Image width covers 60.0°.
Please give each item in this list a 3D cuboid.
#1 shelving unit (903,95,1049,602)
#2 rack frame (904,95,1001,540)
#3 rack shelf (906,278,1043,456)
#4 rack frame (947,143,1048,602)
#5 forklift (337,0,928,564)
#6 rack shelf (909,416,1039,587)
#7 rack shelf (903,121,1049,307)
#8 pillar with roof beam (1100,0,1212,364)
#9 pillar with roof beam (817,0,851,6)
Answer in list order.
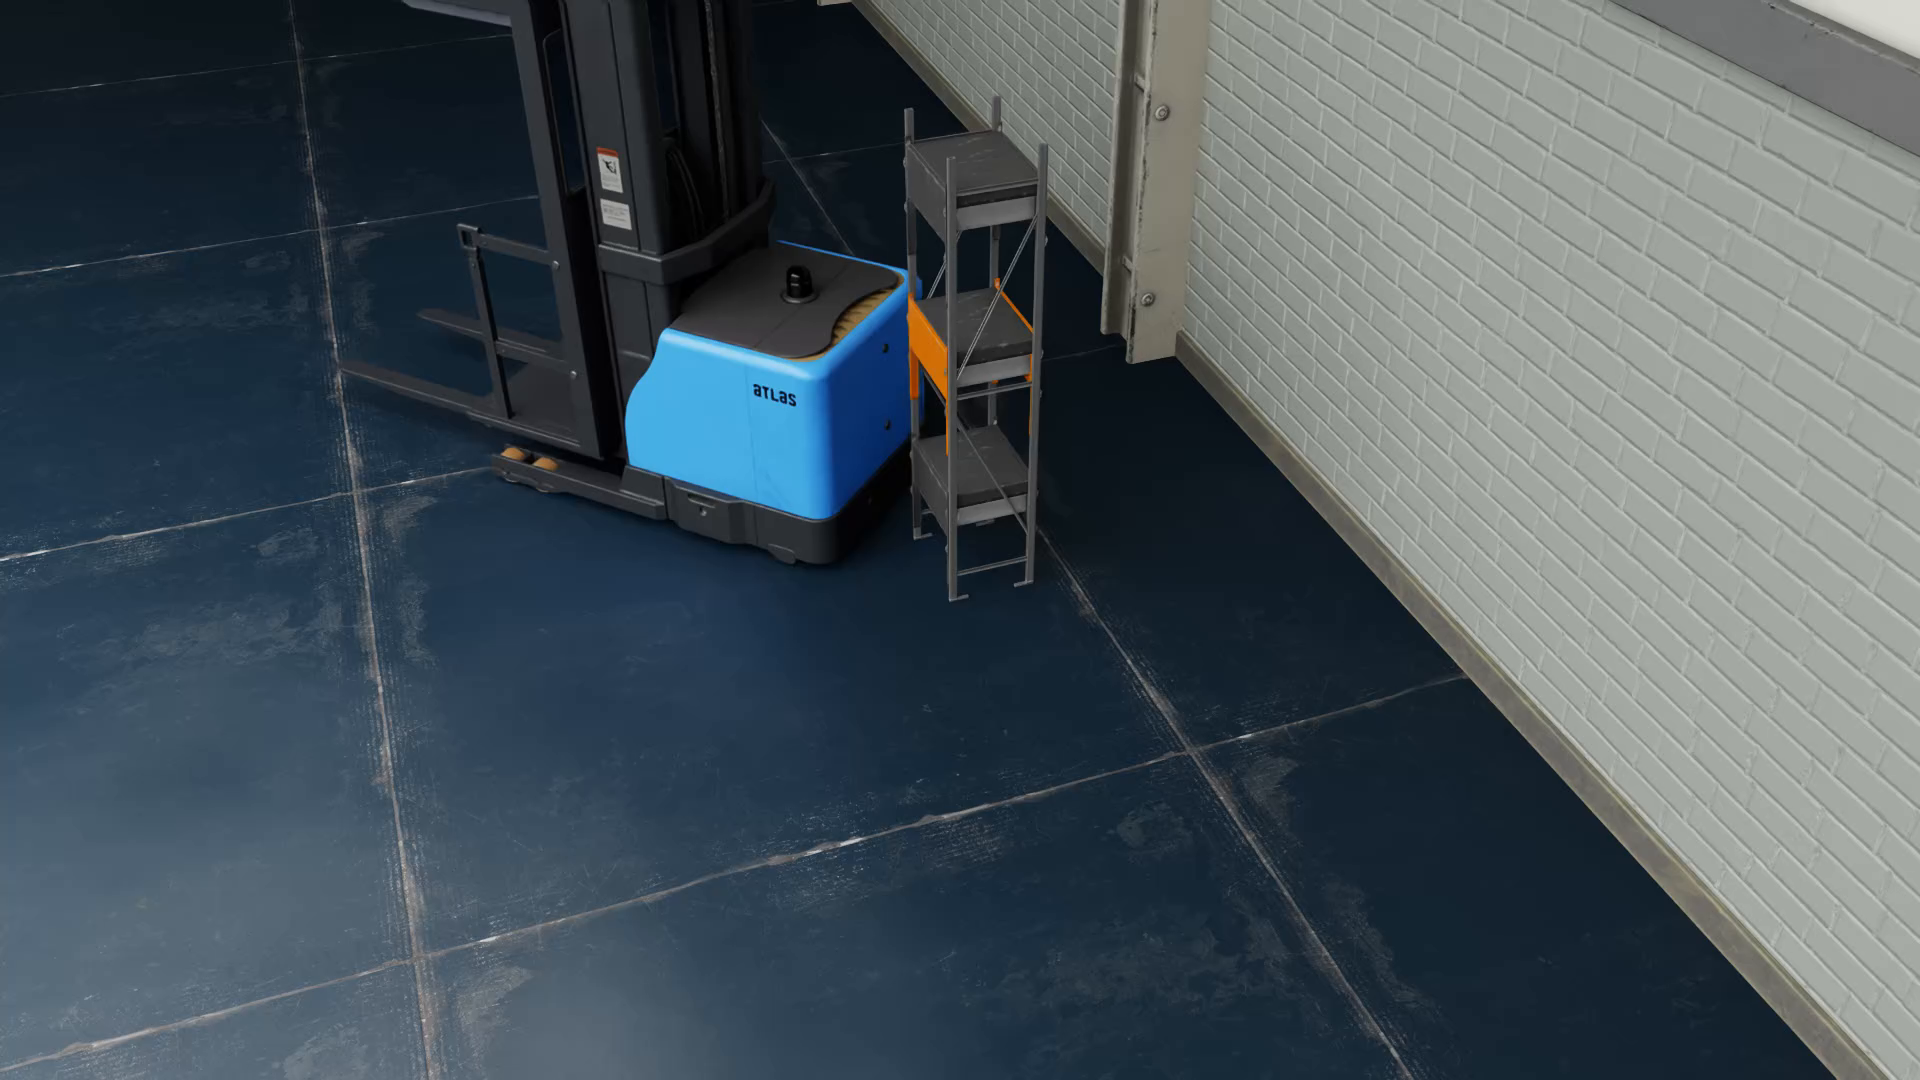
[{"bbox_3d":[0.057,-0.745,6.994,0.431,2.100,0.503,-12,39,-16],"label":"shelving unit"},{"bbox_3d":[-0.027,-0.883,7.177,0.400,2.100,0.015,-12,39,-16],"label":"rack frame"},{"bbox_3d":[0.057,-0.734,7.002,0.431,0.518,0.480,-12,39,-16],"label":"rack shelf"},{"bbox_3d":[0.141,-0.607,6.811,0.400,2.100,0.015,-12,39,-16],"label":"rack frame"},{"bbox_3d":[-1.709,-1.667,7.527,3.031,2.935,1.130,17,40,21],"label":"forklift"},{"bbox_3d":[0.057,-0.175,7.423,0.431,0.518,0.480,-12,39,-16],"label":"rack shelf"},{"bbox_3d":[0.057,-1.293,6.581,0.431,0.518,0.480,-12,39,-16],"label":"rack shelf"},{"bbox_3d":[-3.047,-3.800,5.315,9.100,9.000,0.400,-12,39,-16],"label":"pillar with roof beam"},{"bbox_3d":[-5.112,-7.189,9.815,9.100,9.000,0.400,-12,39,-16],"label":"pillar with roof beam"}]
